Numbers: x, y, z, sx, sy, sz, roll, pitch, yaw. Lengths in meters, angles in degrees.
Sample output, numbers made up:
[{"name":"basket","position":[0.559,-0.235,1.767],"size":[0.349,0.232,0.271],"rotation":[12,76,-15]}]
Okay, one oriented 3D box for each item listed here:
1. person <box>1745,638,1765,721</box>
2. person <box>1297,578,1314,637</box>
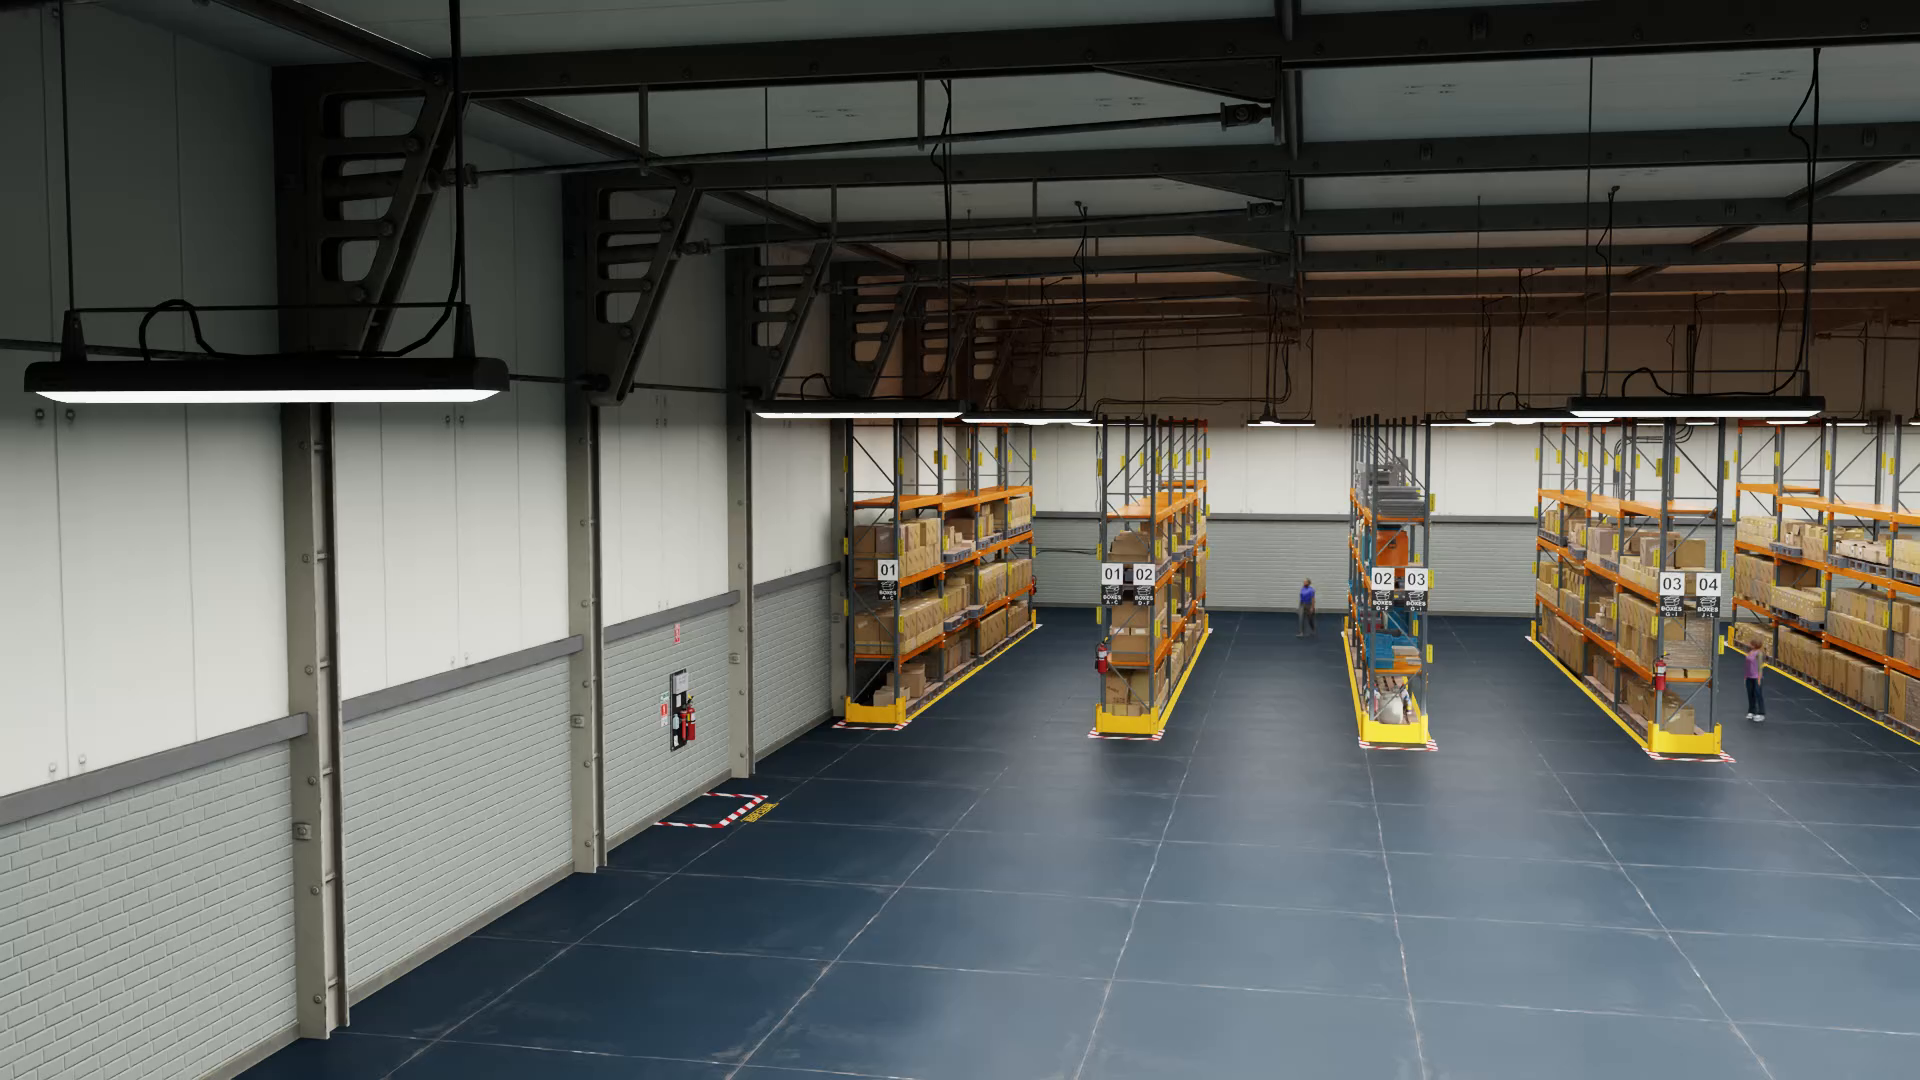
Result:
[{"name":"person","position":[15.684,2.740,32.817],"size":[0.354,1.608,0.475],"rotation":[-1,4,-17]},{"name":"person","position":[9.519,1.849,45.811],"size":[0.487,1.624,0.678],"rotation":[1,4,20]}]
